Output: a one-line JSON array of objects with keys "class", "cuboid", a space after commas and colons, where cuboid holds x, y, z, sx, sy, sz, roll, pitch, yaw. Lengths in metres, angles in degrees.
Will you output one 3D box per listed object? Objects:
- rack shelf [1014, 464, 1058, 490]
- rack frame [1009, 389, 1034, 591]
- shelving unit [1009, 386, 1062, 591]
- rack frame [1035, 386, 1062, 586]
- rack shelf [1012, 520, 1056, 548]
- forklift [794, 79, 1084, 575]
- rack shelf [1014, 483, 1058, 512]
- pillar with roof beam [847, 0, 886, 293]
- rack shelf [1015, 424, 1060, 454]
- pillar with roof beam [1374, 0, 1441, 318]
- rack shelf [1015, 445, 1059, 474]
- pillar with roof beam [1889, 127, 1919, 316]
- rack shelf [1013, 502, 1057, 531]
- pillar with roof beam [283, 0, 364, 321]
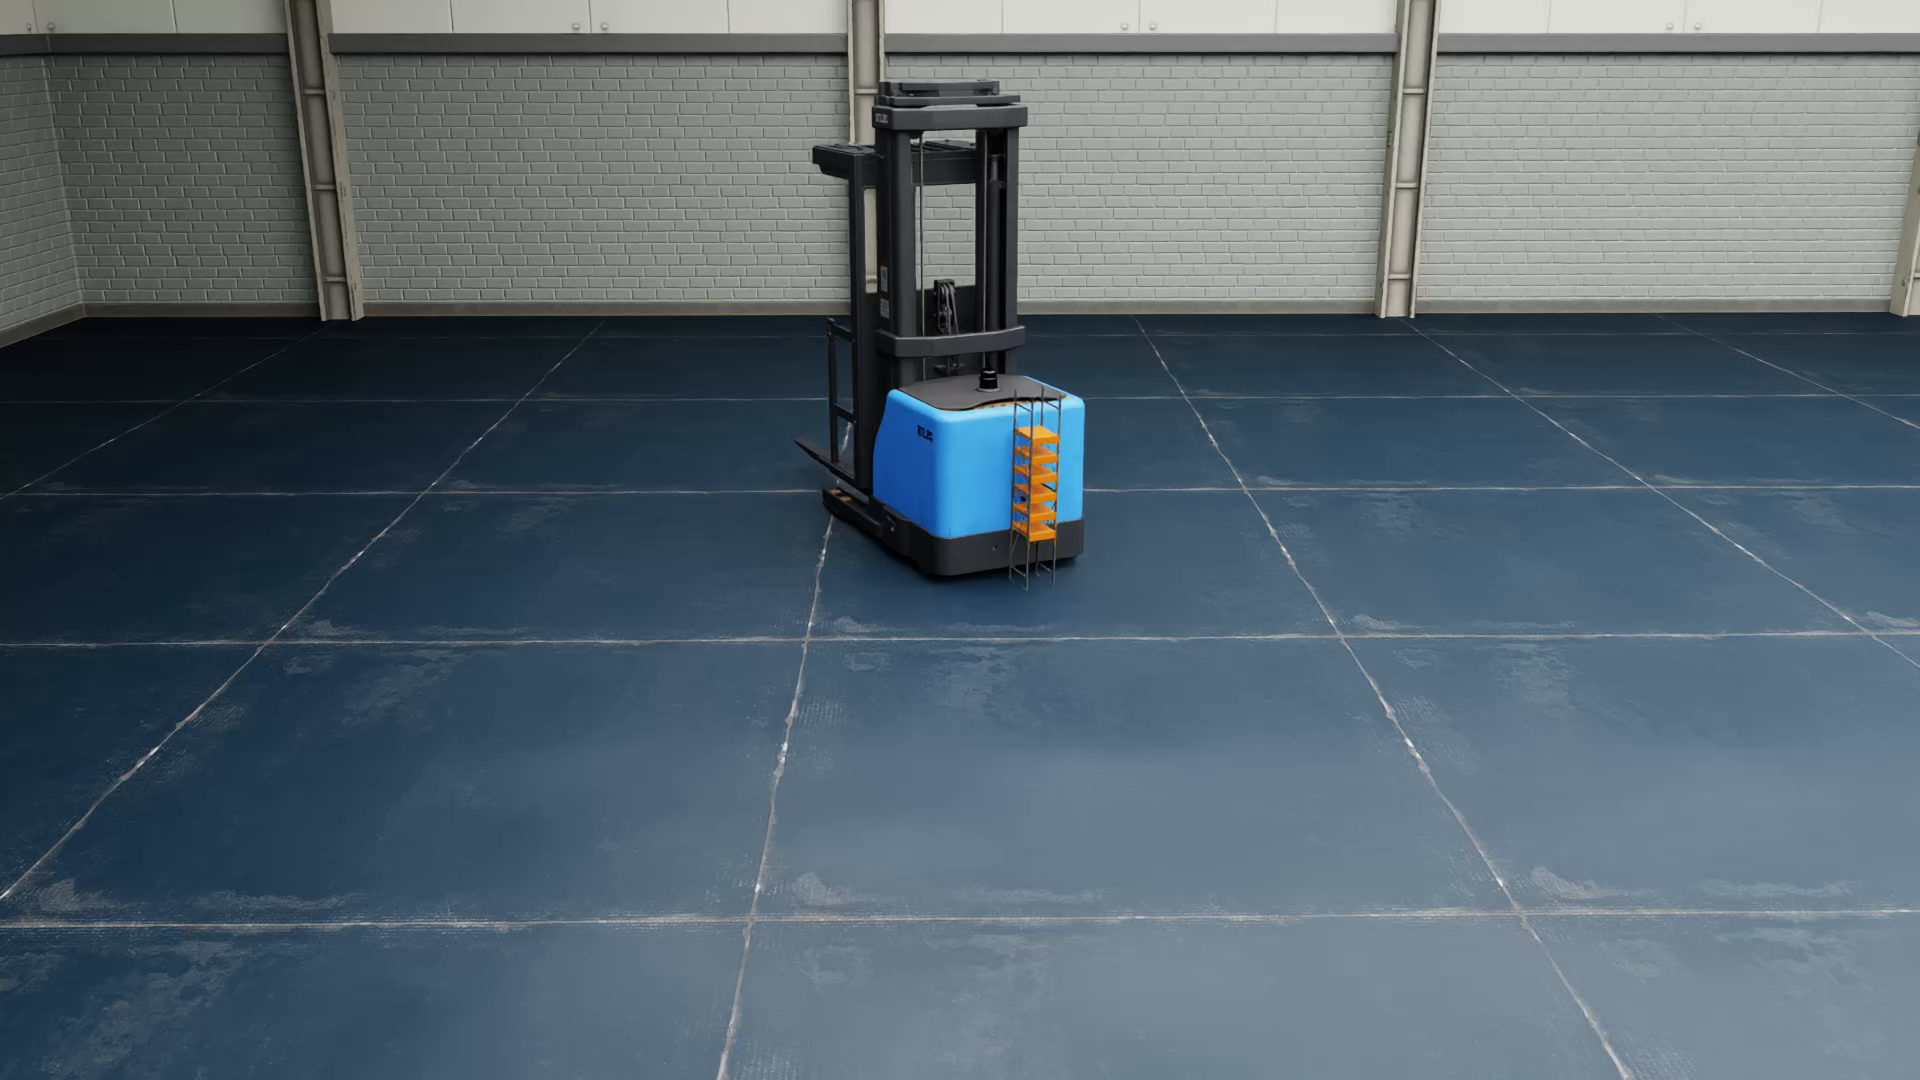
[{"class": "rack shelf", "cuboid": [0.451, -0.377, 9.993, 0.180, 0.103, 0.258, -8, 22, -24]}, {"class": "rack frame", "cuboid": [0.367, -0.294, 9.981, 0.006, 1.200, 0.240, -8, 22, -24]}, {"class": "shelving unit", "cuboid": [0.449, -0.306, 10.018, 0.189, 1.200, 0.258, -8, 22, -24]}, {"class": "rack frame", "cuboid": [0.532, -0.318, 10.056, 0.006, 1.200, 0.240, -8, 22, -24]}, {"class": "rack shelf", "cuboid": [0.444, -0.039, 10.116, 0.180, 0.103, 0.258, -8, 22, -24]}, {"class": "forklift", "cuboid": [-0.309, -1.585, 11.190, 1.130, 2.935, 3.031, -8, 20, -24]}, {"class": "rack shelf", "cuboid": [0.449, -0.264, 10.034, 0.180, 0.103, 0.258, -8, 22, -24]}, {"class": "pillar with roof beam", "cuboid": [-0.949, -5.521, 13.527, 0.400, 9.000, 9.100, 0, 18, -1]}, {"class": "rack shelf", "cuboid": [0.455, -0.602, 9.910, 0.180, 0.103, 0.258, -8, 22, -24]}, {"class": "pillar with roof beam", "cuboid": [5.050, -5.550, 13.618, 0.400, 9.000, 9.100, 0, 18, -1]}, {"class": "rack shelf", "cuboid": [0.453, -0.490, 9.951, 0.180, 0.103, 0.258, -8, 22, -24]}, {"class": "pillar with roof beam", "cuboid": [11.049, -5.579, 13.708, 0.400, 9.000, 9.100, 0, 18, -1]}, {"class": "rack shelf", "cuboid": [0.446, -0.152, 10.075, 0.180, 0.103, 0.258, -8, 22, -24]}, {"class": "pillar with roof beam", "cuboid": [-6.949, -5.492, 13.437, 0.400, 9.000, 9.100, 0, 18, -1]}]
